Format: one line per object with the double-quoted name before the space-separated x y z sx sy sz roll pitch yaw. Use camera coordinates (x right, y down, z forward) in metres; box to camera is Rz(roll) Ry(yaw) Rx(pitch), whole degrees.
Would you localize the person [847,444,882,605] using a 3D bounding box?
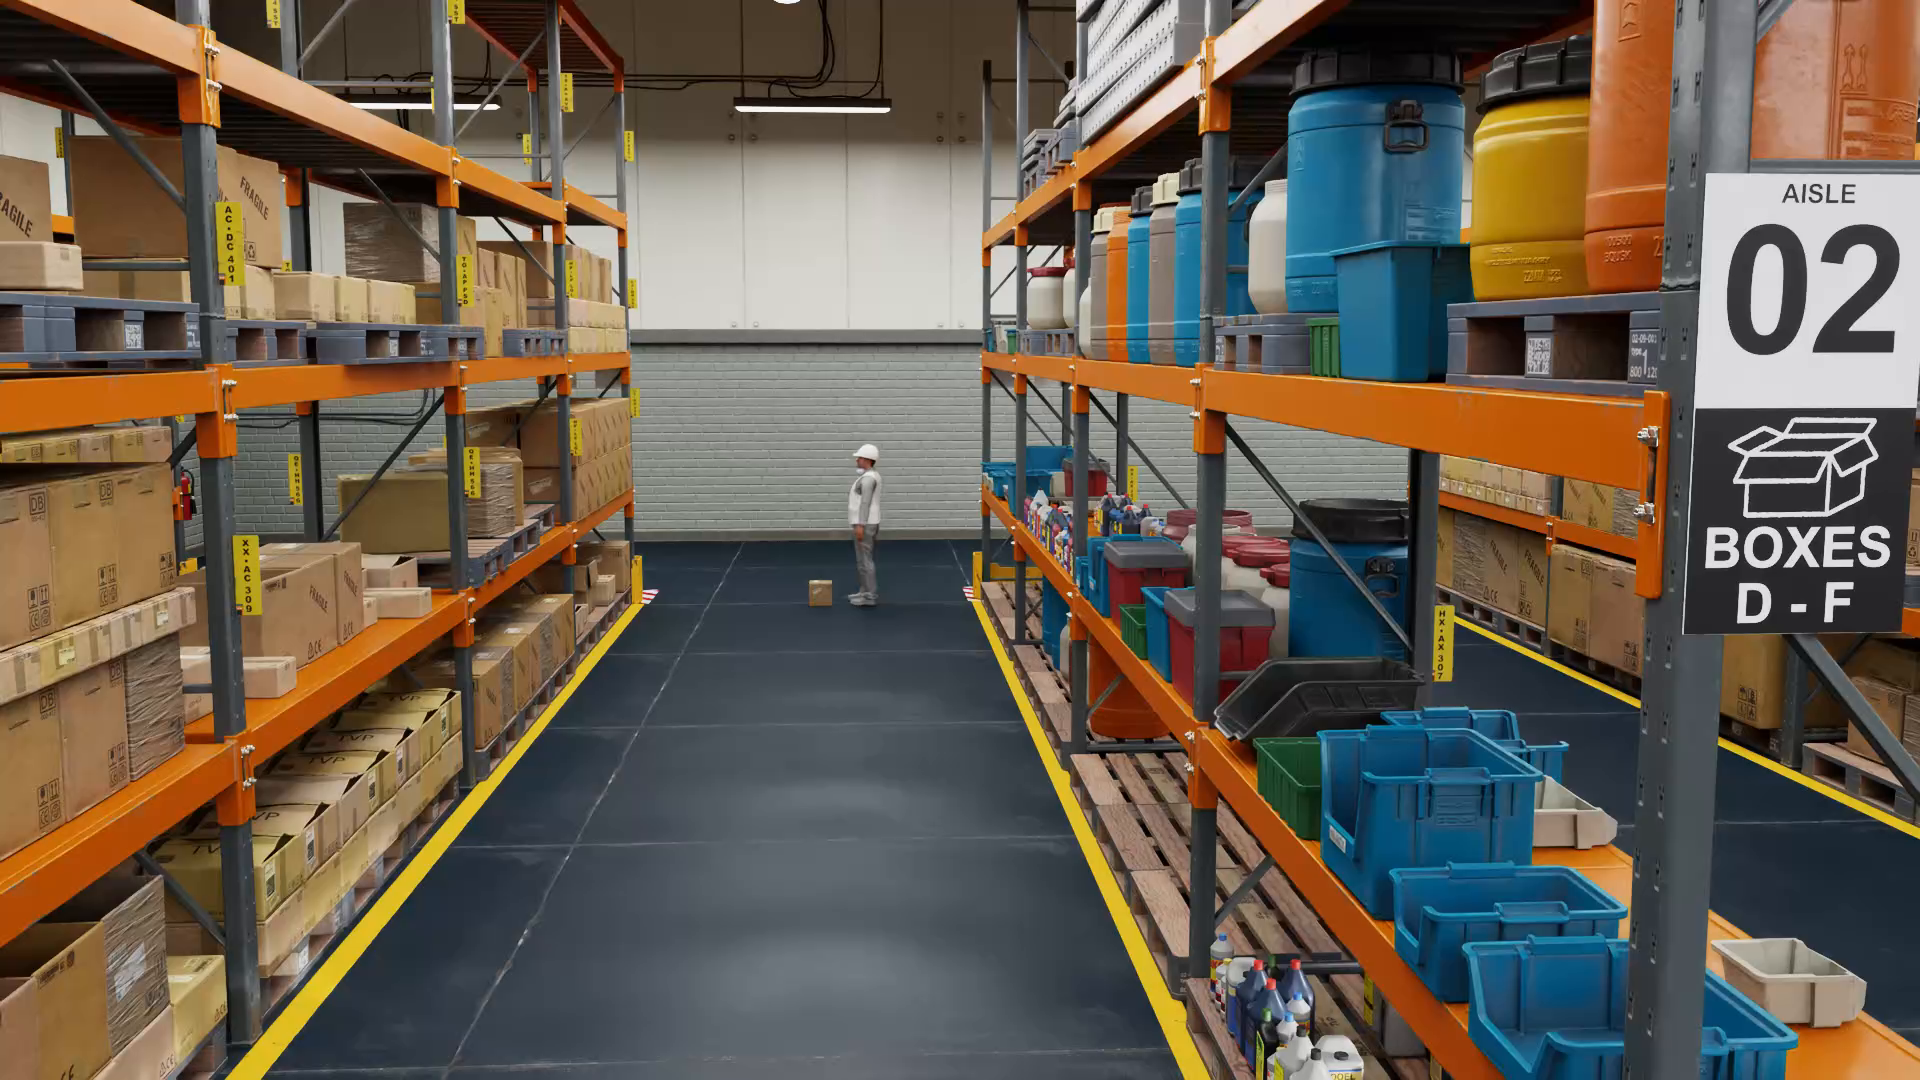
"person" -1.085 -0.177 18.547 0.401 1.777 0.569 1 7 4
